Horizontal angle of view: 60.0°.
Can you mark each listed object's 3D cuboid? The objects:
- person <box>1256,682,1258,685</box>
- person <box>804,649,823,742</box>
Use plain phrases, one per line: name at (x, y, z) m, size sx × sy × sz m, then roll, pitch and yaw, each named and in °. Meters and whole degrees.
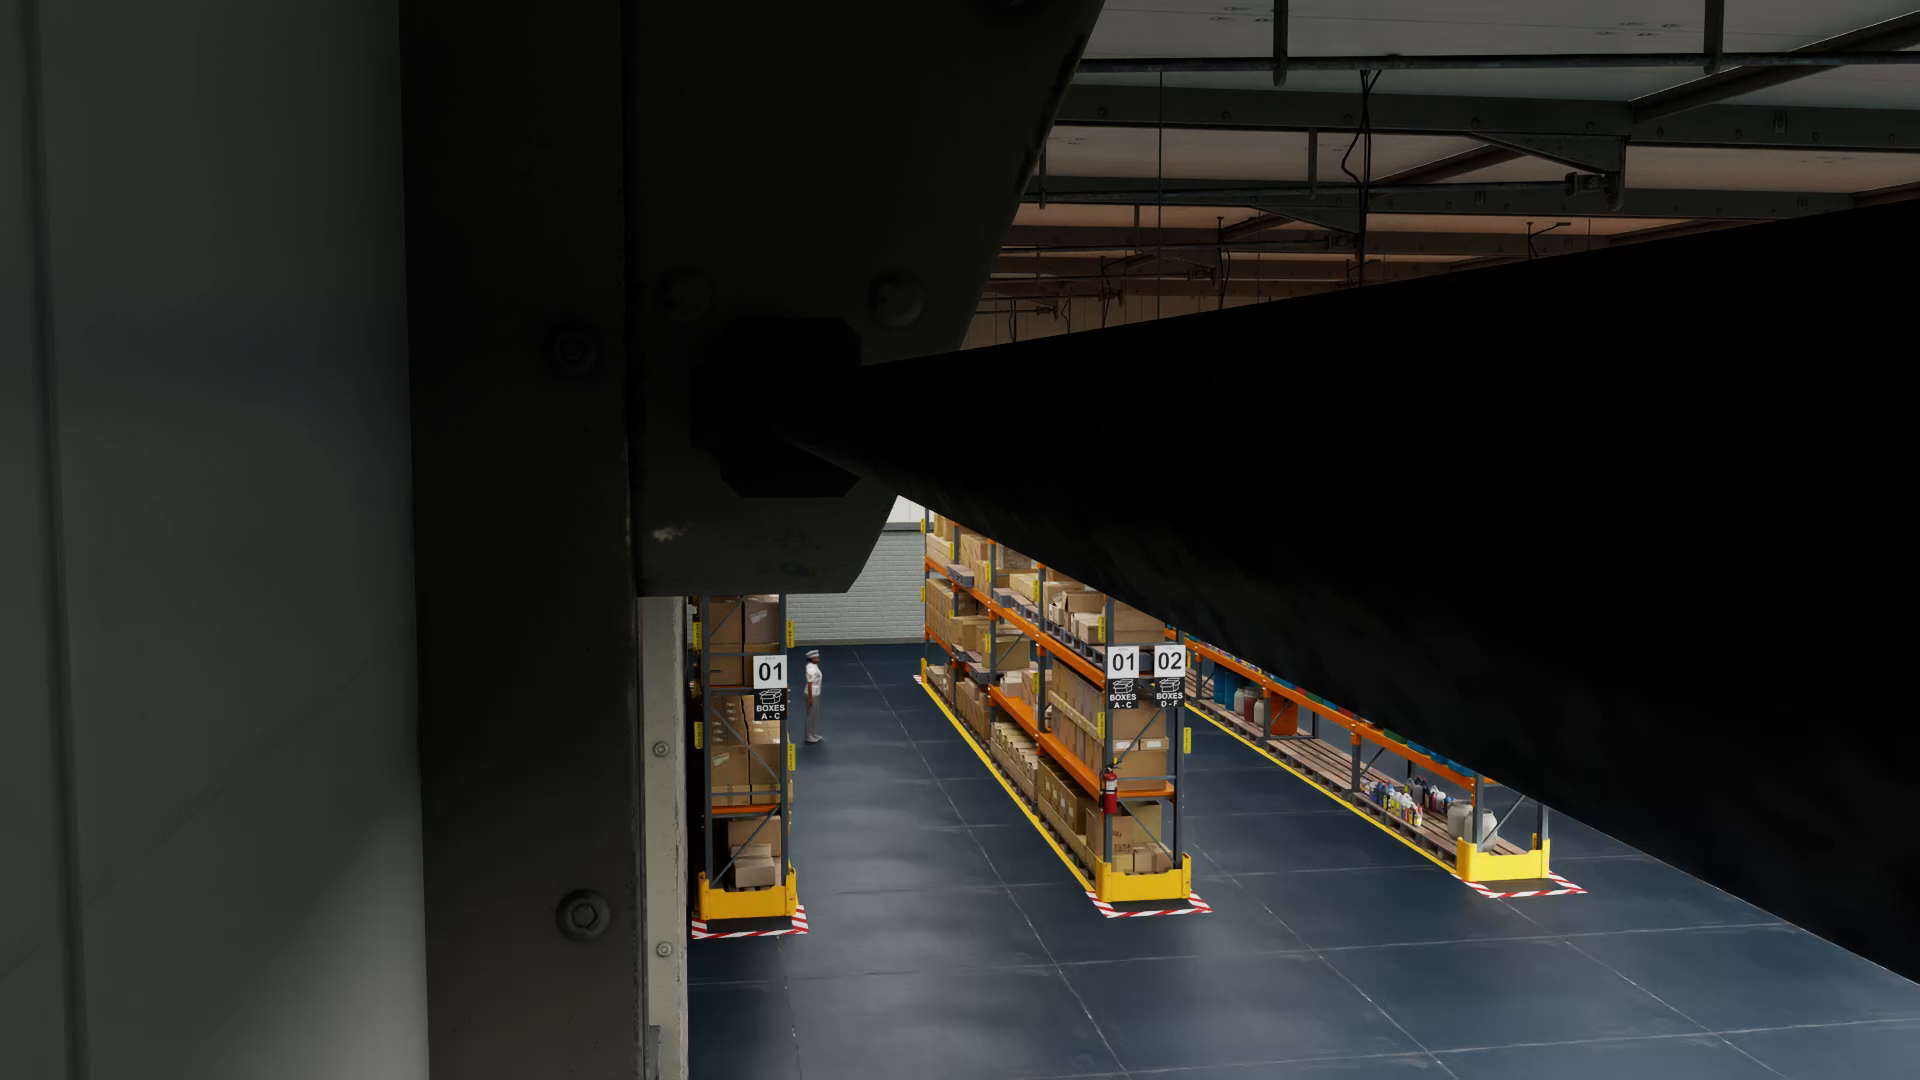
person at (6.372, 2.284, 35.903) m, size 0.506 × 1.784 × 0.625 m, roll 0°, pitch 5°, yaw 3°
person at (-2.669, 2.827, 30.306) m, size 0.345 × 1.696 × 0.563 m, roll 0°, pitch 5°, yaw 3°
